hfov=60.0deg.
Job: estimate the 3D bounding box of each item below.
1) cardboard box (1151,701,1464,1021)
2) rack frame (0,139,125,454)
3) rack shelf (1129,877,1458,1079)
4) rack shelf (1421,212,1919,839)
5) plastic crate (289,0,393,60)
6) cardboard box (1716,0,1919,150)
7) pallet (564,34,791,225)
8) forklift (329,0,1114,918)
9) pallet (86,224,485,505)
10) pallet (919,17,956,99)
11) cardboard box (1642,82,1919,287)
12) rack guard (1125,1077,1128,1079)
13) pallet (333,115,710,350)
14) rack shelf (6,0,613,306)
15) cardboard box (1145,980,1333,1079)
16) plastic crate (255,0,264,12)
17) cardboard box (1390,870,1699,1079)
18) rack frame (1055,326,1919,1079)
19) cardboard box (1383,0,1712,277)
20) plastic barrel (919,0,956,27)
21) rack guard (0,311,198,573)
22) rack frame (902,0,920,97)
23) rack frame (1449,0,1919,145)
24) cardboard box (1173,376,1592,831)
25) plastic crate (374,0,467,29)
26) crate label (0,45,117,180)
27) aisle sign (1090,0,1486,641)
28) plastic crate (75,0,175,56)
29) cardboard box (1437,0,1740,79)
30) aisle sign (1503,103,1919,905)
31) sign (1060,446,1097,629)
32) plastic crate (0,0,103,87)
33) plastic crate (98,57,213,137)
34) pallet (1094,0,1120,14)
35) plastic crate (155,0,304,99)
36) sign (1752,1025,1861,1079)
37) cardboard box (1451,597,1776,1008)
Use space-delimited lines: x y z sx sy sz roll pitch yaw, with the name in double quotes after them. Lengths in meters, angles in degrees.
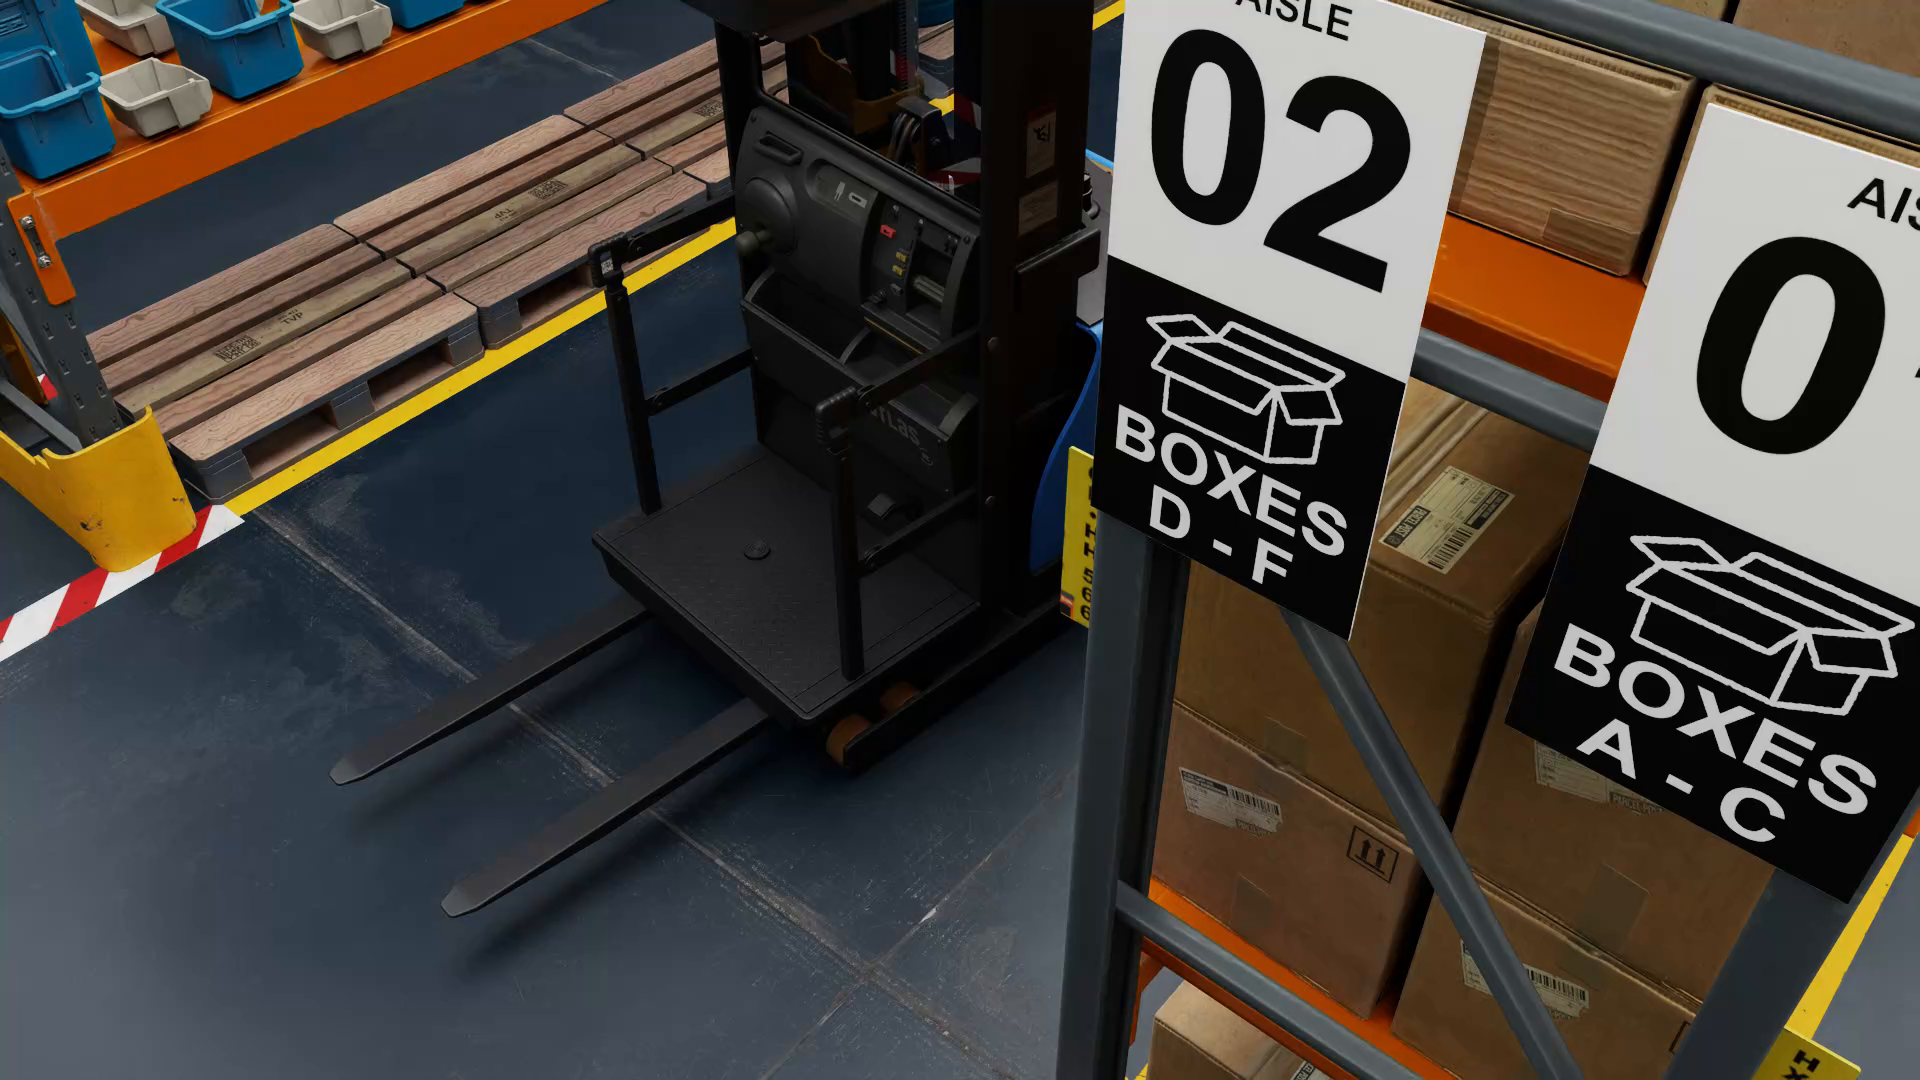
0.684 0.421 2.983 0.500 0.500 0.500 31 51 30 "cardboard box"
-3.185 -1.340 4.994 1.000 3.000 0.127 29 50 28 "rack frame"
1.891 0.043 4.008 1.077 0.370 4.000 29 50 28 "rack shelf"
1.891 -1.067 2.999 1.077 0.370 4.000 29 50 28 "rack shelf"
-2.067 -1.728 5.572 0.250 0.136 0.298 29 50 28 "plastic crate"
1.134 -0.585 1.674 0.500 0.250 0.500 29 50 28 "cardboard box"
-1.054 -1.973 7.763 1.003 0.211 1.213 29 50 28 "pallet"
-0.455 -0.796 4.447 3.031 2.935 1.130 -32 51 -31 "forklift"
-2.624 -0.716 6.381 1.003 0.211 1.213 29 50 28 "pallet"
-0.082 -2.747 8.615 1.003 0.211 1.213 29 50 28 "pallet"
1.129 -0.403 1.845 0.500 0.250 0.500 29 50 28 "cardboard box"
0.653 1.692 3.518 1.175 0.500 0.348 29 50 28 "rack guard"
-1.839 -1.342 7.069 1.003 0.211 1.213 29 50 28 "pallet"
-1.897 -2.104 6.369 1.077 0.370 4.000 29 50 28 "rack shelf"
0.766 1.182 3.752 0.500 0.500 0.500 29 50 28 "cardboard box"
-2.601 -1.906 5.768 0.396 0.136 0.243 29 50 28 "plastic crate"
1.092 0.655 2.726 0.500 0.500 0.500 31 50 29 "cardboard box"
0.604 0.806 2.634 1.000 3.000 0.127 29 50 28 "rack frame"
0.733 -0.627 2.091 0.500 0.250 0.500 29 50 28 "cardboard box"
-0.247 -3.052 8.124 0.600 0.901 0.708 29 50 28 "plastic barrel"
-3.190 -0.397 5.815 1.175 0.500 0.348 29 50 28 "rack guard"
-0.610 -3.400 7.260 1.000 3.000 0.127 29 50 28 "rack frame"
0.604 -1.413 0.615 1.000 3.000 0.127 29 50 28 "rack frame"
0.680 0.051 2.647 0.500 0.500 0.500 29 50 28 "cardboard box"
-1.926 -1.963 5.759 0.416 0.233 0.300 29 50 28 "plastic crate"
-2.774 -1.285 5.014 0.416 0.233 0.303 29 50 28 "crate label"
0.326 -0.253 1.866 0.394 0.787 0.004 29 50 28 "aisle sign"
-2.798 -1.763 5.611 0.396 0.136 0.243 29 50 28 "plastic crate"
0.740 -0.808 1.919 0.500 0.250 0.500 29 50 28 "cardboard box"
0.785 0.007 1.581 0.394 0.787 0.004 29 50 28 "aisle sign"
0.192 0.010 2.413 0.100 0.325 0.005 29 50 28 "sign"
-3.112 -1.629 5.241 0.616 0.435 0.499 29 50 28 "plastic crate"
-2.504 -1.379 5.188 0.250 0.136 0.298 29 50 28 "plastic crate"
0.703 -3.378 9.309 1.003 0.211 1.213 29 50 28 "pallet"
-2.350 -1.624 5.386 0.416 0.233 0.300 29 50 28 "plastic crate"
1.020 0.721 2.084 0.100 0.325 0.005 29 50 28 "sign"
1.092 0.285 2.389 0.500 0.500 0.500 31 51 30 "cardboard box"
